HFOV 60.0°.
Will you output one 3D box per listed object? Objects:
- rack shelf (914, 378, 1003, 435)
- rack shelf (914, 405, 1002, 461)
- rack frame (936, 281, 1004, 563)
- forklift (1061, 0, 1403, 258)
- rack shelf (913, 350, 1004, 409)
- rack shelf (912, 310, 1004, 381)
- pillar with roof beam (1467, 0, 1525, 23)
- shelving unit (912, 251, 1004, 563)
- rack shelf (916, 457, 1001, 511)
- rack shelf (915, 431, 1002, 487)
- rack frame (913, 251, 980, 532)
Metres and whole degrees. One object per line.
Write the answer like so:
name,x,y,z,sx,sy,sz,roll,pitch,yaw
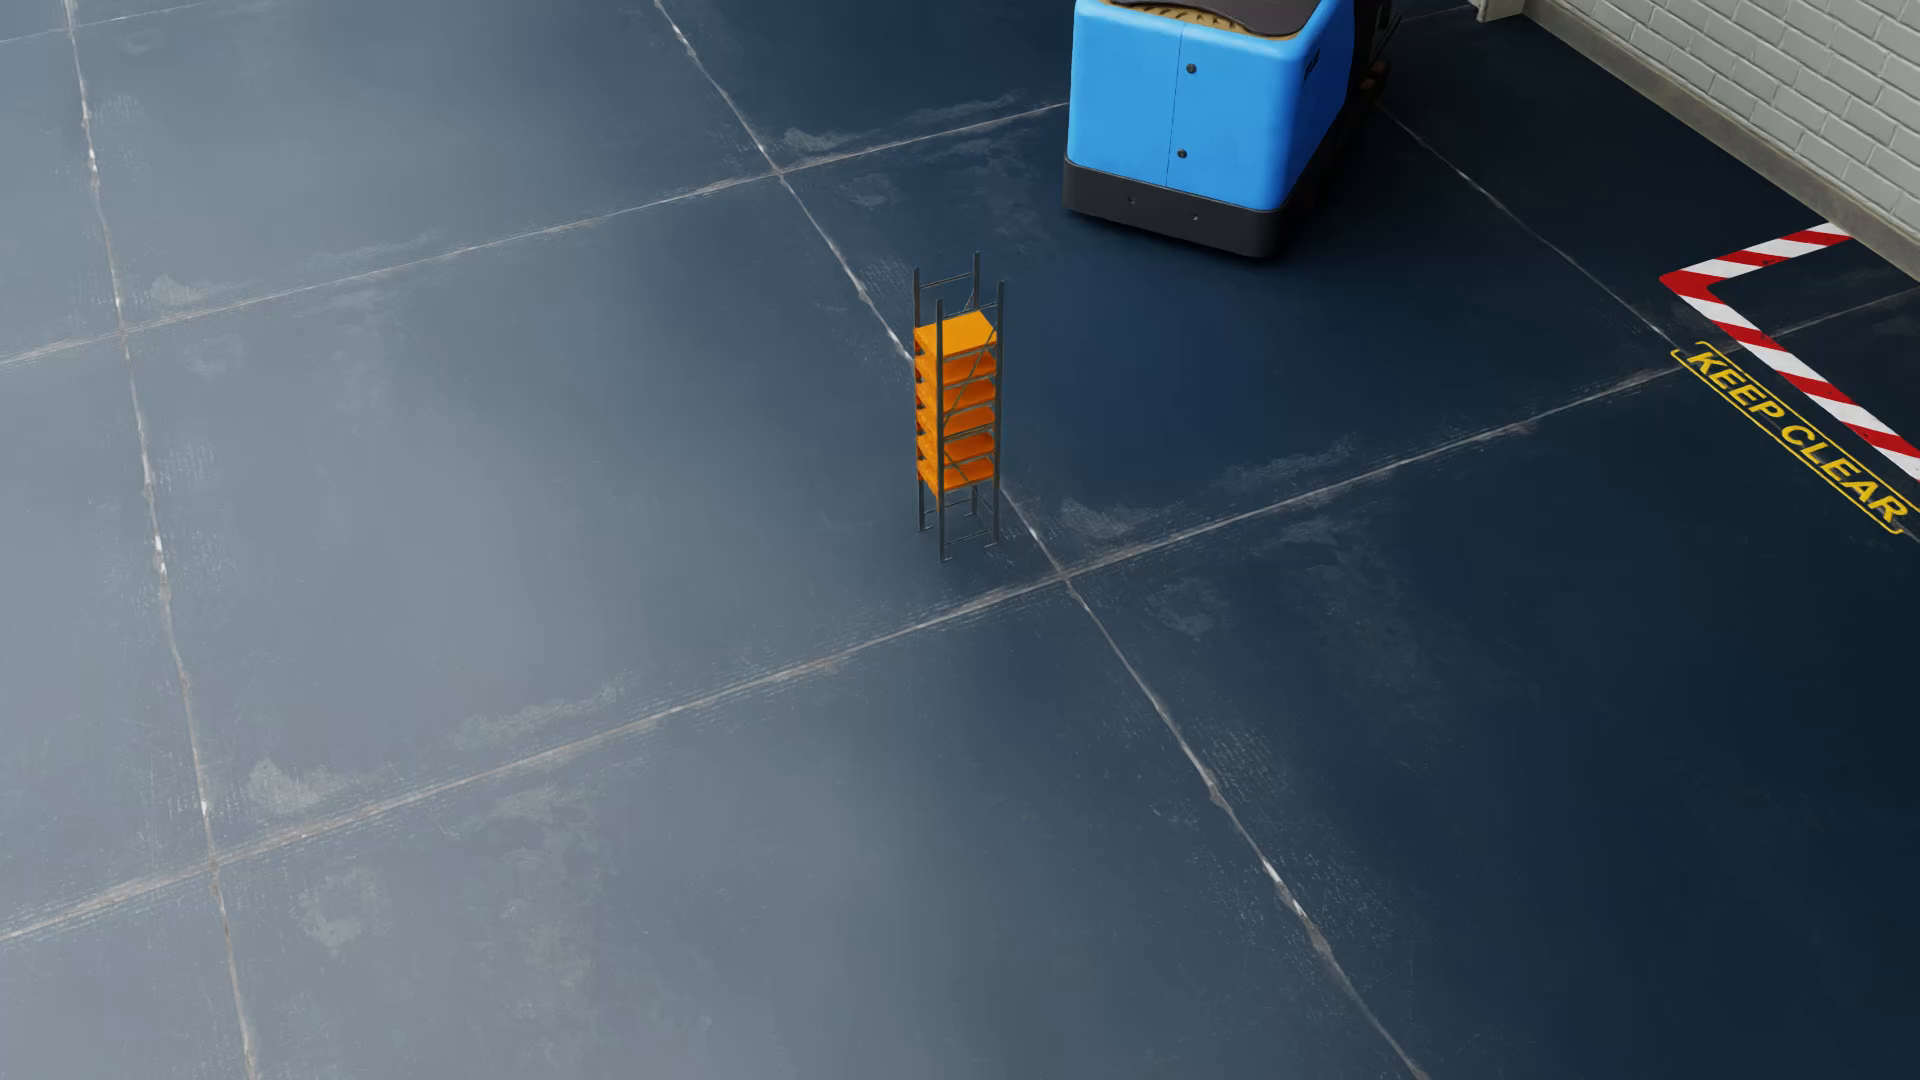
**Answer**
rack shelf,-0.006,-0.490,5.785,0.258,0.103,0.180,-18,47,-17
rack shelf,-0.006,-0.405,5.869,0.258,0.103,0.180,-18,47,-17
rack frame,0.032,-0.378,5.779,0.240,1.200,0.006,-18,47,-17
forklift,1.564,-3.344,7.553,1.130,2.935,3.031,19,48,18
rack shelf,-0.006,-0.576,5.701,0.258,0.103,0.180,-18,47,-17
rack shelf,-0.006,-0.661,5.616,0.258,0.103,0.180,-18,47,-17
pillar with roof beam,-0.986,-4.942,4.851,9.100,9.000,0.400,-18,47,-17
shelving unit,-0.006,-0.436,5.838,0.258,1.200,0.189,-18,47,-17
rack shelf,-0.006,-0.234,6.038,0.258,0.103,0.180,-18,47,-17
rack shelf,-0.006,-0.319,5.953,0.258,0.103,0.180,-18,47,-17
rack frame,-0.045,-0.495,5.897,0.240,1.200,0.006,-18,47,-17
